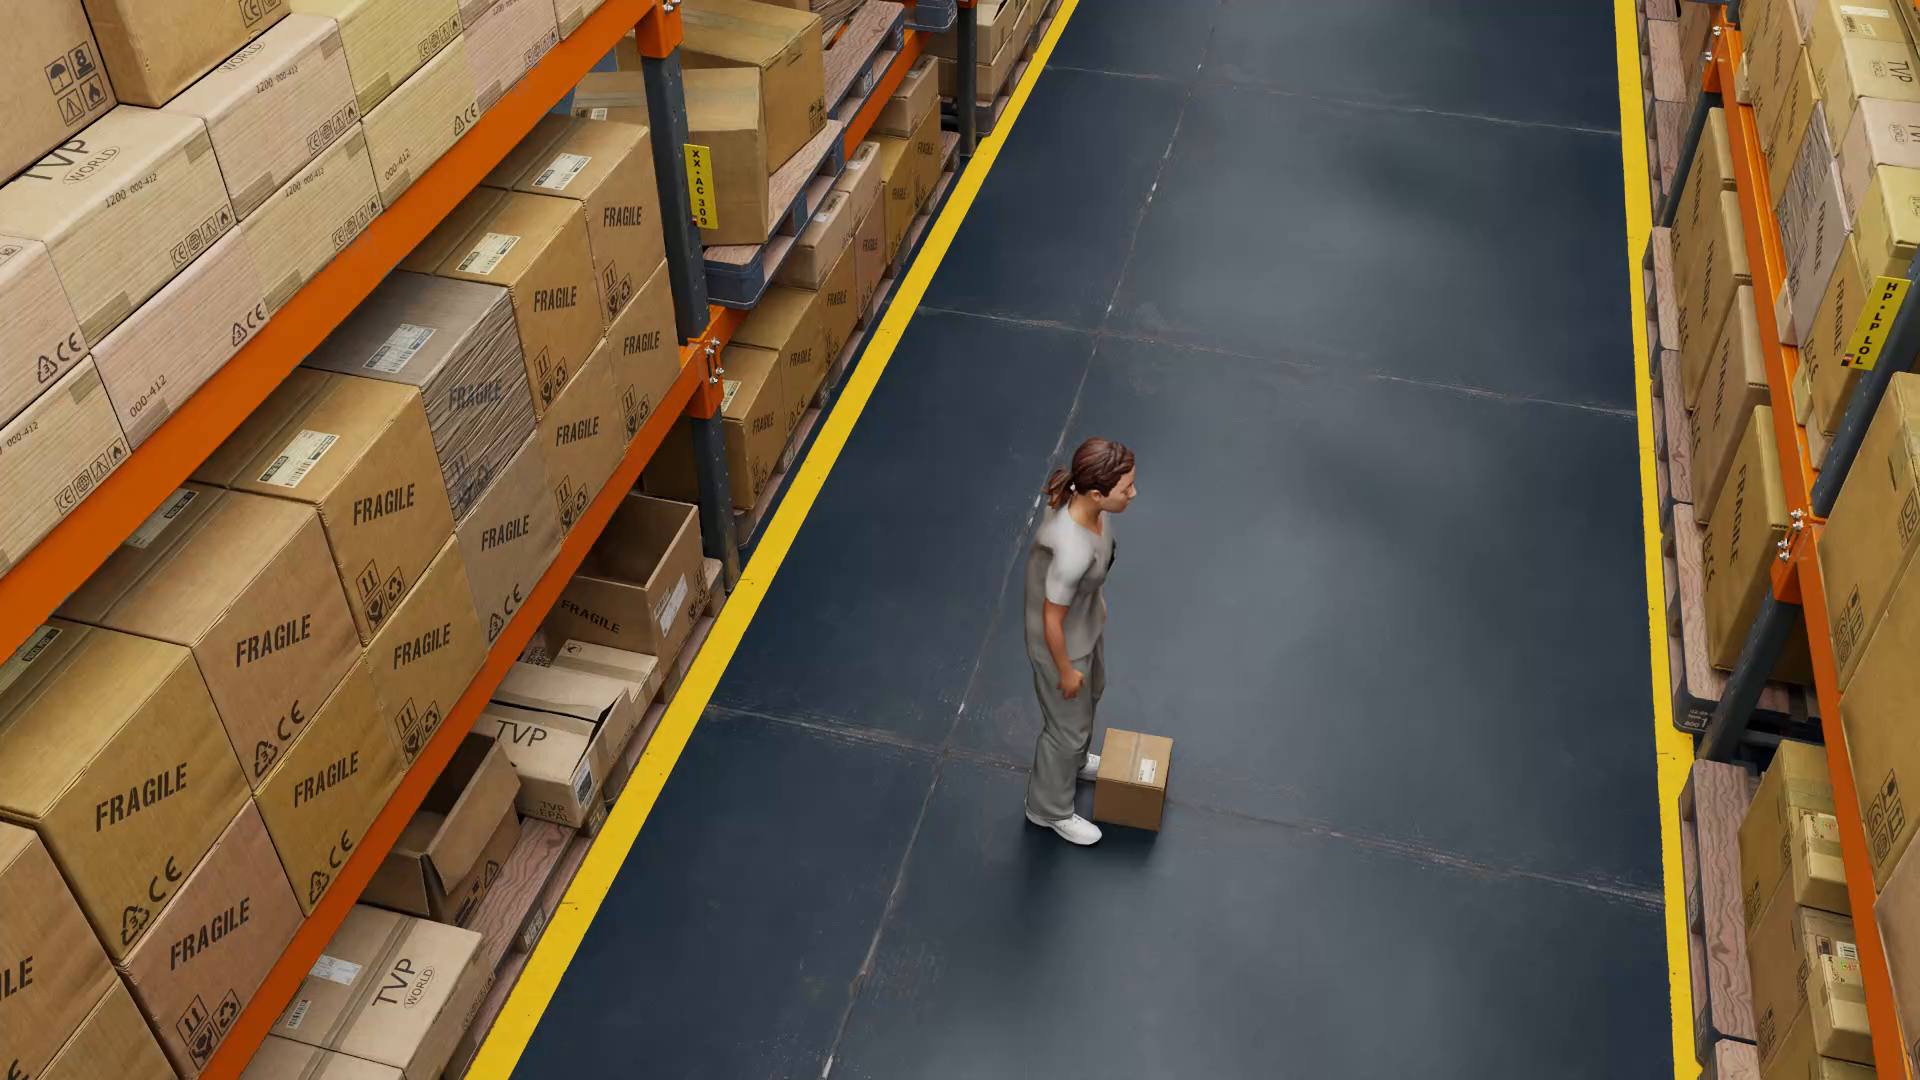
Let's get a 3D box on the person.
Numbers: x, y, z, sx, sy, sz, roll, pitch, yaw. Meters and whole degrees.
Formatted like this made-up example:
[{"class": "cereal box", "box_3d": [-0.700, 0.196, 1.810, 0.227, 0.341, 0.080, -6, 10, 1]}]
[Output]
[{"class": "person", "box_3d": [0.403, 0.328, 5.784, 0.360, 1.672, 0.485, 10, 42, 11]}]
